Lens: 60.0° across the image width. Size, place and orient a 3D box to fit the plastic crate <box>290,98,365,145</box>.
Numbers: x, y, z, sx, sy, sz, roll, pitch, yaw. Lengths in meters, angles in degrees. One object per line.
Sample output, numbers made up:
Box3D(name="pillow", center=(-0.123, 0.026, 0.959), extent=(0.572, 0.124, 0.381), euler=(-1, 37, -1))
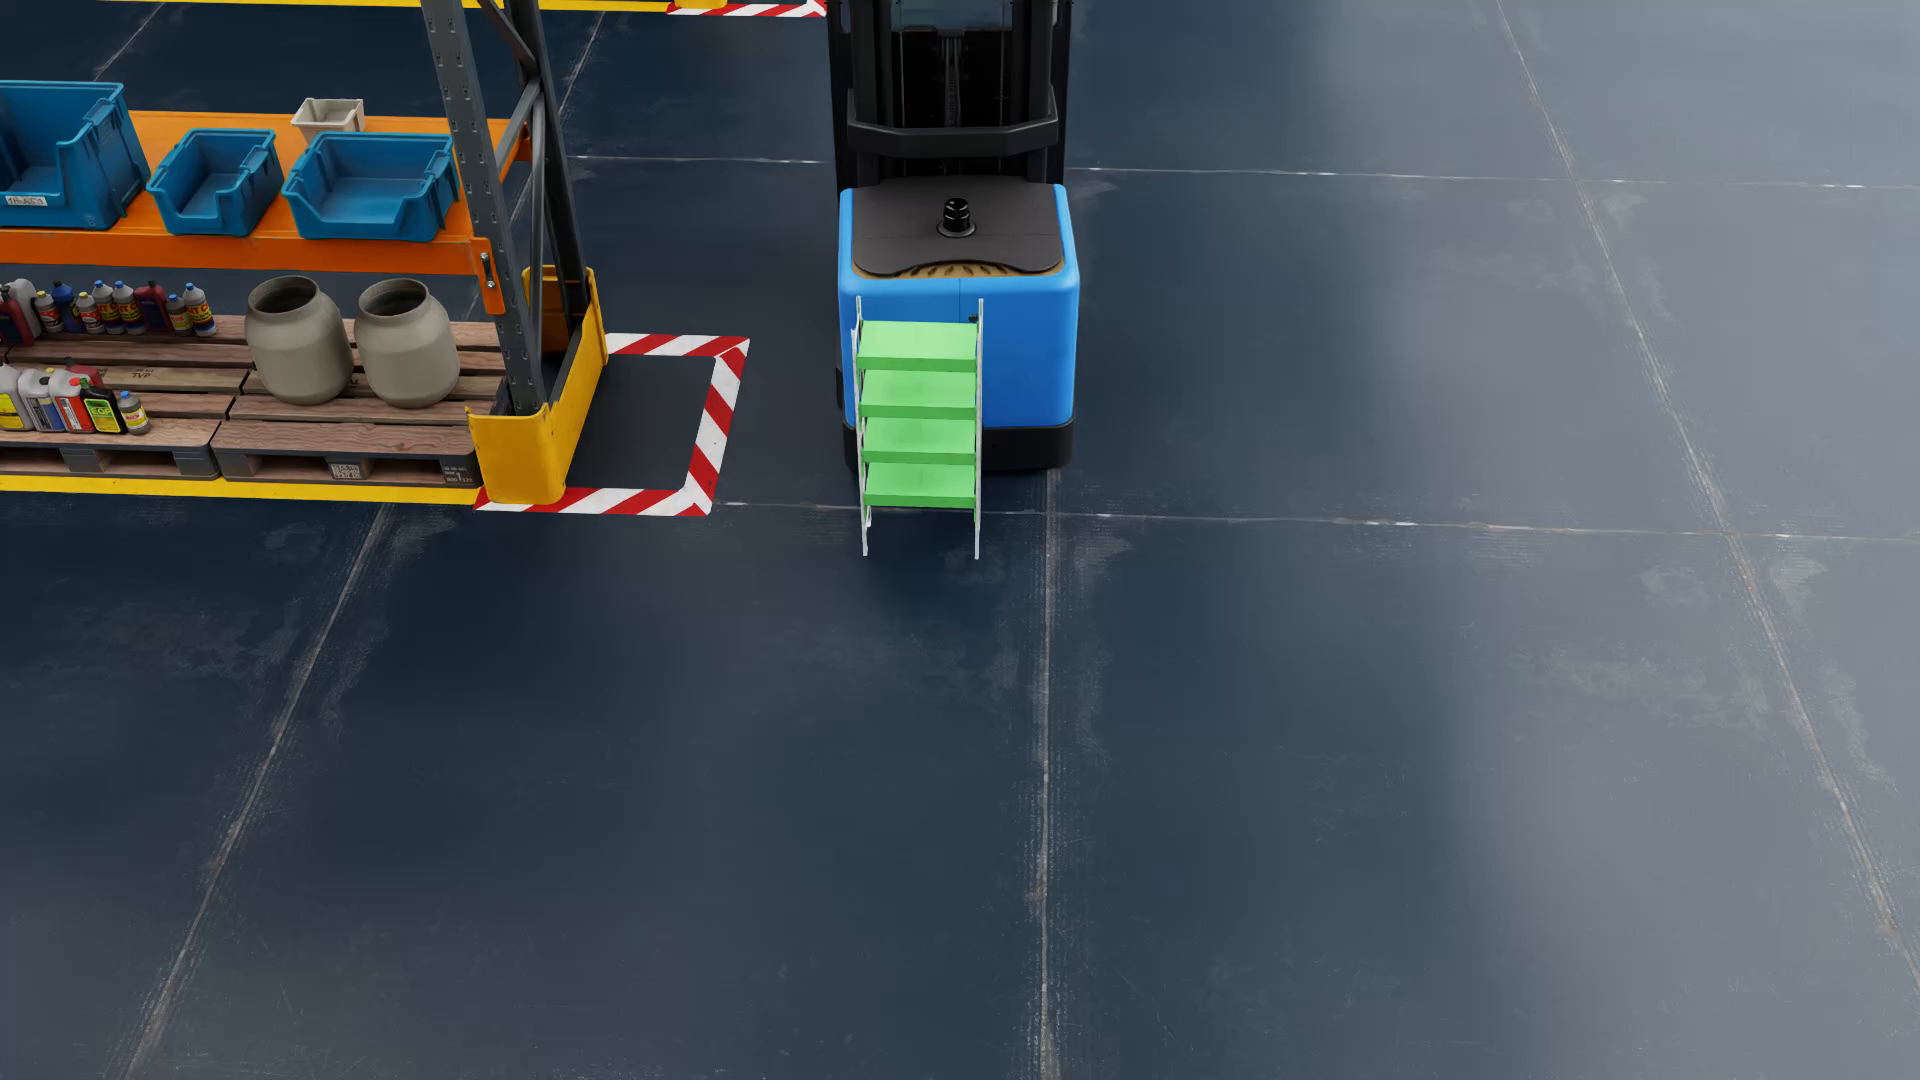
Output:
Box3D(name="plastic crate", center=(-2.754, -1.837, 7.300), extent=(0.250, 0.136, 0.298), euler=(2, 43, 2))

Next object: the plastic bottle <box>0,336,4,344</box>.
Box3D(name="plastic bottle", center=(-4.679, -1.067, 7.950), extent=(0.133, 0.283, 0.061), euler=(2, 43, 2))

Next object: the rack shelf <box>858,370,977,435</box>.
Box3D(name="rack shelf", center=(-0.165, -0.573, 6.812), extent=(0.480, 0.148, 0.258), euler=(2, 43, 2))

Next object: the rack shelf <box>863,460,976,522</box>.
Box3D(name="rack shelf", center=(-0.165, -0.222, 7.139), extent=(0.480, 0.148, 0.258), euler=(2, 43, 2))

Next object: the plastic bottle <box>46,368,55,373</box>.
Box3D(name="plastic bottle", center=(-4.131, -0.698, 7.614), extent=(0.097, 0.201, 0.097), euler=(0, 43, 0))

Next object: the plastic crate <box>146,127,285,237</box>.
Box3D(name="plastic crate", center=(-3.036, -1.468, 6.820), extent=(0.408, 0.251, 0.499), euler=(2, 43, 2))

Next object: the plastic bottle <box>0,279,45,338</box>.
Box3D(name="plastic bottle", center=(-4.537, -1.127, 8.020), extent=(0.135, 0.276, 0.152), euler=(2, 43, 3))

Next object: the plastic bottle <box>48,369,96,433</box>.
Box3D(name="plastic bottle", center=(-3.979, -0.636, 7.493), extent=(0.135, 0.276, 0.152), euler=(2, 43, 2))

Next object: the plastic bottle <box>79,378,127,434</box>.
Box3D(name="plastic bottle", center=(-3.846, -0.603, 7.452), extent=(0.133, 0.283, 0.061), euler=(3, 43, 3))

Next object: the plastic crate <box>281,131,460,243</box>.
Box3D(name="plastic crate", center=(-2.388, -1.444, 6.794), extent=(0.616, 0.251, 0.499), euler=(2, 43, 2))

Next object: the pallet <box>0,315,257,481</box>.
Box3D(name="pallet", center=(-3.979, -0.705, 7.937), extent=(1.213, 0.211, 1.003), euler=(2, 43, 2))

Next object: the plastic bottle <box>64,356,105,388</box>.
Box3D(name="plastic bottle", center=(-3.975, -0.711, 7.568), extent=(0.133, 0.283, 0.061), euler=(2, 43, 2))

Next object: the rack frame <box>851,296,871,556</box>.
Box3D(name="rack frame", center=(-0.409, -0.452, 6.940), extent=(0.015, 1.200, 0.240), euler=(2, 43, 2))

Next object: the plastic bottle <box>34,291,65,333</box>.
Box3D(name="plastic bottle", center=(-4.418, -1.115, 8.062), extent=(0.097, 0.201, 0.097), euler=(0, 43, 0))

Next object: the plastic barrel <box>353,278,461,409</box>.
Box3D(name="plastic barrel", center=(-2.535, -0.899, 7.616), extent=(0.421, 0.512, 0.421), euler=(0, 43, 0))

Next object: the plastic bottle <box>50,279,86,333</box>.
Box3D(name="plastic bottle", center=(-4.316, -1.137, 8.035), extent=(0.097, 0.271, 0.097), euler=(0, 43, 0))

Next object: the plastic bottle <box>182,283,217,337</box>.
Box3D(name="plastic bottle", center=(-3.672, -1.118, 8.013), extent=(0.097, 0.271, 0.097), euler=(0, 43, 0))

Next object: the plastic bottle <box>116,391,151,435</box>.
Box3D(name="plastic bottle", center=(-3.729, -0.582, 7.490), extent=(0.097, 0.201, 0.097), euler=(0, 43, 0))

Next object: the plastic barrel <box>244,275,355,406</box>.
Box3D(name="plastic barrel", center=(-3.036, -0.914, 7.633), extent=(0.421, 0.512, 0.421), euler=(0, 43, 0))

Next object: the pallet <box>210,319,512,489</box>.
Box3D(name="pallet", center=(-2.764, -0.666, 7.895), extent=(1.213, 0.211, 1.003), euler=(2, 43, 2))

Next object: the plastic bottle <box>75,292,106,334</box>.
Box3D(name="plastic bottle", center=(-4.213, -1.109, 8.055), extent=(0.097, 0.201, 0.097), euler=(0, 43, 0))

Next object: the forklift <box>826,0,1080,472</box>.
Box3D(name="forklift", center=(-0.059, -2.365, 7.724), extent=(1.130, 2.935, 3.031), euler=(-2, 43, -2))

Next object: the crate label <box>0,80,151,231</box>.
Box3D(name="crate label", center=(-3.725, -1.572, 6.797), extent=(0.616, 0.435, 0.502), euler=(2, 43, 2))

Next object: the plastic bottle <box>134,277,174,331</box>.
Box3D(name="plastic bottle", center=(-3.897, -1.141, 8.030), extent=(0.133, 0.283, 0.061), euler=(2, 43, 3))

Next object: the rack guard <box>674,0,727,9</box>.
Box3D(name="rack guard", center=(-1.727, -4.147, 11.421), extent=(0.348, 0.500, 1.175), euler=(2, 43, 2))

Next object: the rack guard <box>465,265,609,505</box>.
Box3D(name="rack guard", center=(-1.952, -0.743, 7.766), extent=(0.348, 0.500, 1.175), euler=(2, 43, 2))

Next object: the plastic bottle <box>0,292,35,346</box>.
Box3D(name="plastic bottle", center=(-4.542, -1.057, 7.940), extent=(0.133, 0.283, 0.061), euler=(2, 43, 2))

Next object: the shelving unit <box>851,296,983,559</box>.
Box3D(name="shelving unit", center=(-0.165, -0.444, 6.932), extent=(0.503, 1.200, 0.258), euler=(2, 43, 2))

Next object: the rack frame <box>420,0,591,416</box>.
Box3D(name="rack frame", center=(-1.874, -1.687, 6.946), extent=(0.127, 3.000, 1.000), euler=(2, 43, 2))

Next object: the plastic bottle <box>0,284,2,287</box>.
Box3D(name="plastic bottle", center=(-4.700, -1.162, 8.003), extent=(0.185, 0.351, 0.144), euler=(2, 43, 2))

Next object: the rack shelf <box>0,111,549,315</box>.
Box3D(name="rack shelf", center=(-3.872, -1.485, 7.257), extent=(4.000, 0.370, 1.077), euler=(2, 43, 2))

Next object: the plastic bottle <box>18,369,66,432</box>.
Box3D(name="plastic bottle", center=(-4.118, -0.640, 7.497), extent=(0.135, 0.276, 0.152), euler=(1, 43, 1))

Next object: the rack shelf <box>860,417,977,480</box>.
Box3D(name="rack shelf", center=(-0.165, -0.397, 6.975), extent=(0.480, 0.148, 0.258), euler=(2, 43, 2))

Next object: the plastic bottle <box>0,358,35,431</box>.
Box3D(name="plastic bottle", center=(-4.284, -0.670, 7.474), extent=(0.185, 0.351, 0.144), euler=(3, 43, 4))

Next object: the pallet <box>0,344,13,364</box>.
Box3D(name="pallet", center=(-5.201, -0.741, 7.975), extent=(1.213, 0.211, 1.003), euler=(2, 43, 2))

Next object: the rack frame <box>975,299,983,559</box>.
Box3D(name="rack frame", center=(0.078, -0.437, 6.924), extent=(0.015, 1.200, 0.240), euler=(2, 43, 2))

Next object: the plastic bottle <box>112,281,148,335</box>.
Box3D(name="plastic bottle", center=(-4.014, -1.128, 8.025), extent=(0.097, 0.271, 0.097), euler=(0, 43, 0))

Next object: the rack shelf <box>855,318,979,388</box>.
Box3D(name="rack shelf", center=(-0.165, -0.749, 6.648), extent=(0.480, 0.148, 0.258), euler=(2, 43, 2))

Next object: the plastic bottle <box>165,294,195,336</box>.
Box3D(name="plastic bottle", center=(-3.775, -1.095, 8.041), extent=(0.097, 0.201, 0.097), euler=(0, 43, 0))

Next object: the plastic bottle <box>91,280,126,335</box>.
Box3D(name="plastic bottle", center=(-4.114, -1.131, 8.028), extent=(0.097, 0.271, 0.097), euler=(0, 43, 0))
